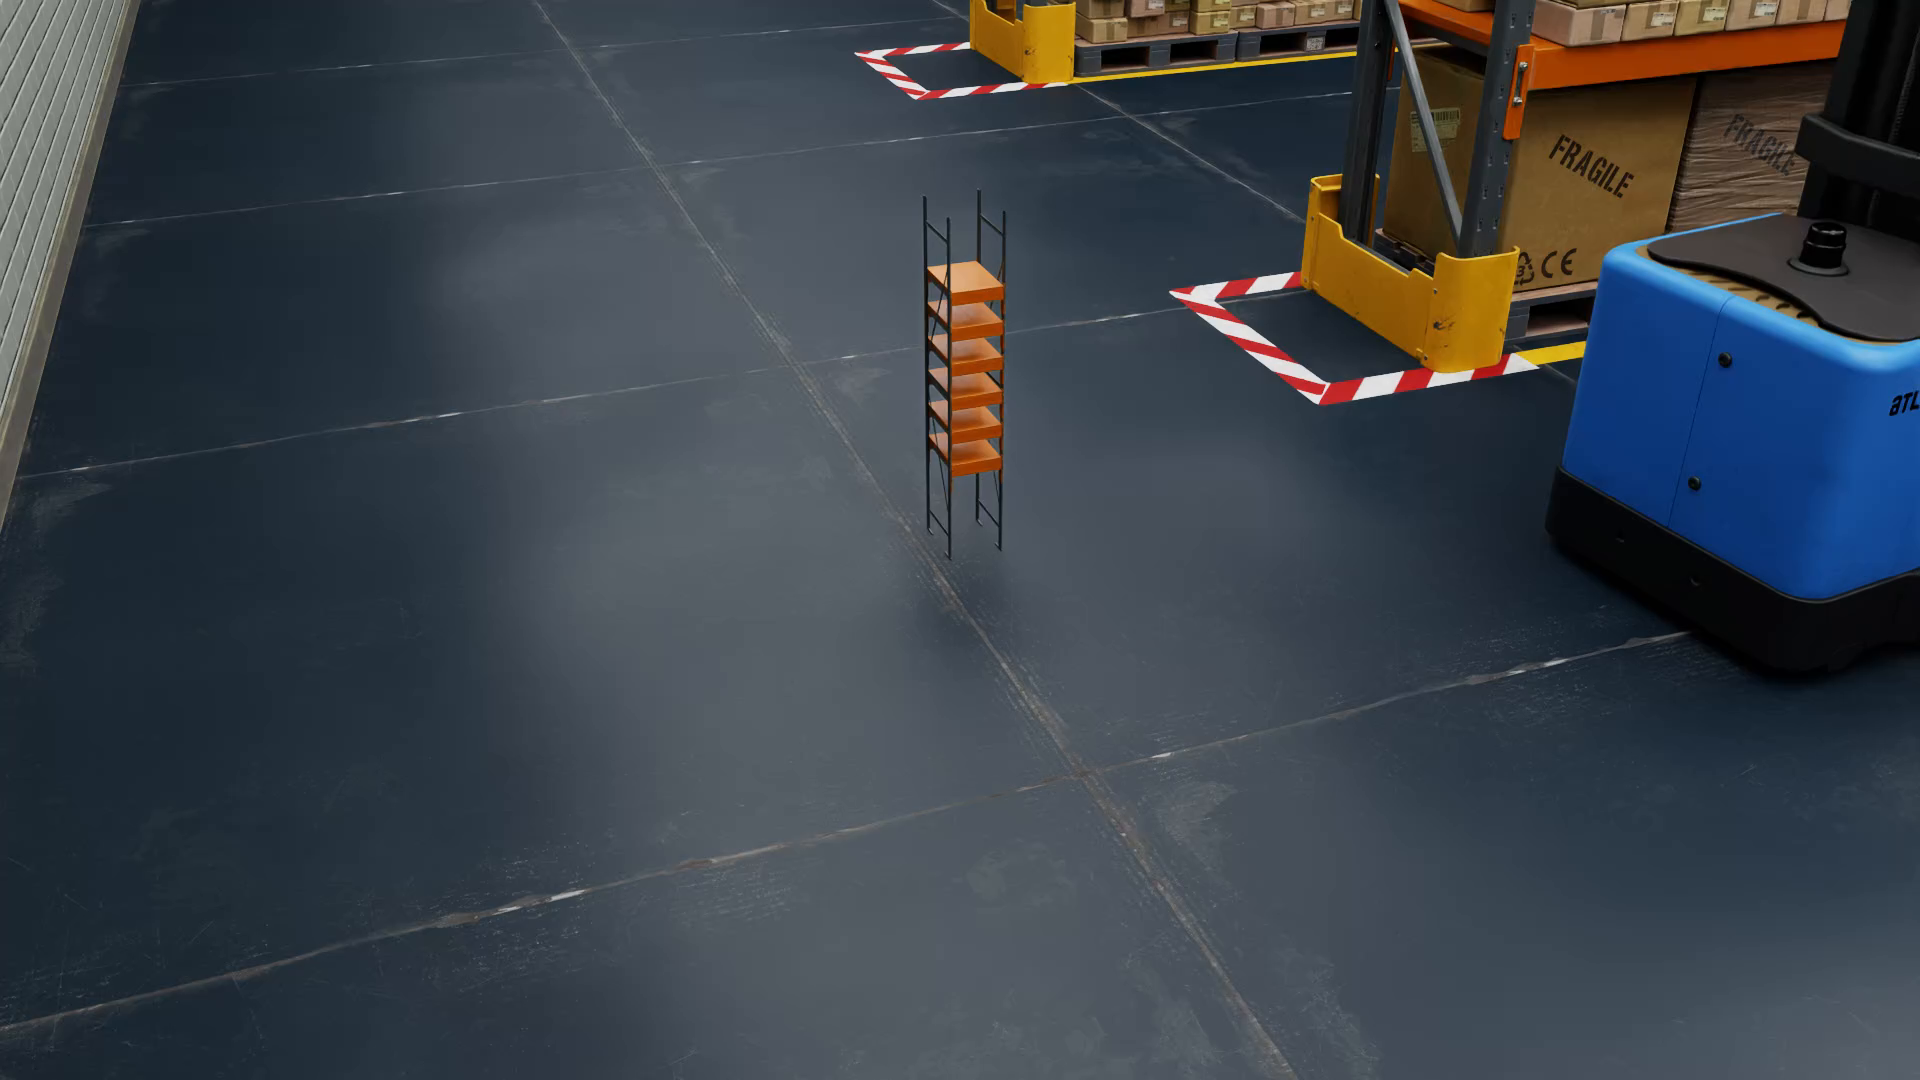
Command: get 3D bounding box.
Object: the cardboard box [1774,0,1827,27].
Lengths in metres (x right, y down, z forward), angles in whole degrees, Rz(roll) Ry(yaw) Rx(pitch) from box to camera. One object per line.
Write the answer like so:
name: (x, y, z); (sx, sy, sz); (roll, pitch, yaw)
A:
cardboard box: (3.390, -2.275, 6.966); (0.250, 0.149, 0.380); (-11, 31, -19)

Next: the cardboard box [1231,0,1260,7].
cardboard box: (1.894, -3.849, 11.630); (0.250, 0.149, 0.380); (-12, 32, -20)

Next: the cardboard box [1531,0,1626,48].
cardboard box: (2.428, -2.096, 6.653); (0.250, 0.149, 0.380); (-10, 31, -17)

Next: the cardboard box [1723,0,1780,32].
cardboard box: (3.152, -2.231, 6.890); (0.250, 0.149, 0.380); (-11, 31, -18)

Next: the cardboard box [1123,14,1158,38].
cardboard box: (1.165, -3.585, 11.468); (0.250, 0.149, 0.380); (-11, 31, -18)

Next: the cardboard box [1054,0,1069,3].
cardboard box: (0.740, -3.912, 11.742); (0.250, 0.149, 0.380); (-11, 32, -19)

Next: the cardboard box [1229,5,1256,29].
cardboard box: (1.879, -3.712, 11.692); (0.250, 0.149, 0.380); (-10, 31, -18)

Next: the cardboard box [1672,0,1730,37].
cardboard box: (2.908, -2.186, 6.810); (0.250, 0.149, 0.380); (-11, 32, -19)

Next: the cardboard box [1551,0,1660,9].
cardboard box: (2.524, -2.319, 6.641); (0.500, 0.250, 0.500); (-11, 32, -19)

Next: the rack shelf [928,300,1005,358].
rack shelf: (0.014, -0.694, 5.361); (0.180, 0.103, 0.258); (-10, 31, -18)

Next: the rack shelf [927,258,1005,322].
rack shelf: (0.014, -0.798, 5.301); (0.180, 0.103, 0.258); (-10, 31, -18)

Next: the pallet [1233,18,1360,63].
pallet: (2.332, -3.750, 12.119); (1.213, 0.211, 1.003); (-10, 31, -18)

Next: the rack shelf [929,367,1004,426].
rack shelf: (0.014, -0.485, 5.479); (0.180, 0.103, 0.258); (-10, 31, -18)

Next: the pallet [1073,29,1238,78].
pallet: (1.190, -3.541, 11.753); (1.213, 0.211, 1.003); (-10, 31, -18)

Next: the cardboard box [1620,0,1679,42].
cardboard box: (2.668, -2.141, 6.732); (0.250, 0.149, 0.380); (-11, 31, -18)

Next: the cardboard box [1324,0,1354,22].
cardboard box: (2.607, -3.832, 11.901); (0.250, 0.149, 0.380); (-10, 31, -17)

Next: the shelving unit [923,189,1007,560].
shelving unit: (0.014, -0.524, 5.457); (0.189, 1.200, 0.258); (-10, 31, -18)

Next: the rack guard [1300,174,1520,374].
rack guard: (1.957, -1.207, 7.364); (0.348, 0.500, 1.175); (-10, 31, -18)

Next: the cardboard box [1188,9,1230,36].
cardboard box: (1.673, -3.624, 11.537); (0.250, 0.149, 0.380); (-10, 31, -17)

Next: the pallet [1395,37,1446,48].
pallet: (3.477, -3.962, 12.492); (1.213, 0.211, 1.003); (-10, 31, -18)

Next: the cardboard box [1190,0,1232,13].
cardboard box: (1.679, -3.759, 11.472); (0.250, 0.149, 0.380); (-9, 31, -16)

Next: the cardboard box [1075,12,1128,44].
cardboard box: (0.948, -3.502, 11.322); (0.250, 0.149, 0.380); (-10, 31, -17)

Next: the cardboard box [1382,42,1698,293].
cardboard box: (2.552, -1.704, 7.433); (0.875, 0.875, 0.875); (-10, 31, -18)

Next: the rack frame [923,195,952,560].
rack frame: (-0.072, -0.508, 5.430); (0.006, 1.200, 0.240); (-10, 31, -18)

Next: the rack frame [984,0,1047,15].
rack frame: (0.345, -4.616, 10.822); (0.127, 3.000, 1.000); (-10, 31, -18)

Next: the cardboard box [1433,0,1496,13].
cardboard box: (2.199, -2.402, 7.190); (0.250, 0.149, 0.380); (-10, 31, -17)

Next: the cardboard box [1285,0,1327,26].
cardboard box: (2.393, -3.775, 11.801); (0.250, 0.149, 0.380); (-10, 31, -18)

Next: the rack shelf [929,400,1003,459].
rack shelf: (0.014, -0.381, 5.539); (0.180, 0.103, 0.258); (-10, 31, -18)

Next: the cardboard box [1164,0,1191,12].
cardboard box: (1.401, -3.765, 11.483); (0.250, 0.149, 0.380); (-10, 31, -17)

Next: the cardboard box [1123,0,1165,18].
cardboard box: (1.202, -3.681, 11.337); (0.250, 0.149, 0.380); (-11, 31, -18)

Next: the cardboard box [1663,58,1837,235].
cardboard box: (3.405, -1.861, 7.709); (0.875, 0.875, 0.875); (-10, 31, -18)

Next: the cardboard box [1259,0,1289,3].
cardboard box: (2.134, -3.915, 11.746); (0.250, 0.149, 0.380); (-9, 31, -15)

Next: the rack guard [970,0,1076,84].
rack guard: (0.416, -3.543, 11.464); (0.348, 0.500, 1.175); (-10, 31, -18)

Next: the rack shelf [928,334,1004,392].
rack shelf: (0.014, -0.589, 5.420); (0.180, 0.103, 0.258); (-10, 31, -18)

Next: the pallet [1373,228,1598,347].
pallet: (2.702, -1.260, 7.748); (1.213, 0.211, 1.003); (-10, 31, -18)

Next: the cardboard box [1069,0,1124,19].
cardboard box: (0.926, -3.660, 11.300); (0.250, 0.149, 0.380); (-9, 31, -16)

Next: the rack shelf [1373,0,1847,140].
rack shelf: (3.854, -2.330, 7.536); (4.000, 0.370, 1.077); (-10, 31, -18)

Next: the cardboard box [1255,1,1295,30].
cardboard box: (2.142, -3.715, 11.696); (0.250, 0.149, 0.380); (-12, 32, -20)

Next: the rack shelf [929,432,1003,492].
rack shelf: (0.014, -0.277, 5.598); (0.180, 0.103, 0.258); (-10, 31, -18)

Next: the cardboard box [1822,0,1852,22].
cardboard box: (3.632, -2.319, 7.045); (0.250, 0.149, 0.380); (-11, 31, -18)

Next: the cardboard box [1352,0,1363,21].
cardboard box: (2.875, -3.846, 11.926); (0.250, 0.149, 0.380); (-11, 31, -18)

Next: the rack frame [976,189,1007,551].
rack frame: (0.099, -0.540, 5.485); (0.006, 1.200, 0.240); (-10, 31, -18)

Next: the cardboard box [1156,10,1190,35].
cardboard box: (1.395, -3.631, 11.549); (0.250, 0.149, 0.380); (-10, 31, -17)

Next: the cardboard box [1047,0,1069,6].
cardboard box: (0.766, -3.747, 11.753); (0.250, 0.149, 0.380); (-10, 31, -17)

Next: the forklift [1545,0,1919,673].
forklift: (3.547, -1.373, 5.199); (3.031, 2.935, 1.130); (-14, 33, -23)

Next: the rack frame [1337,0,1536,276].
rack frame: (1.980, -2.297, 6.752); (0.127, 3.000, 1.000); (-10, 31, -18)
